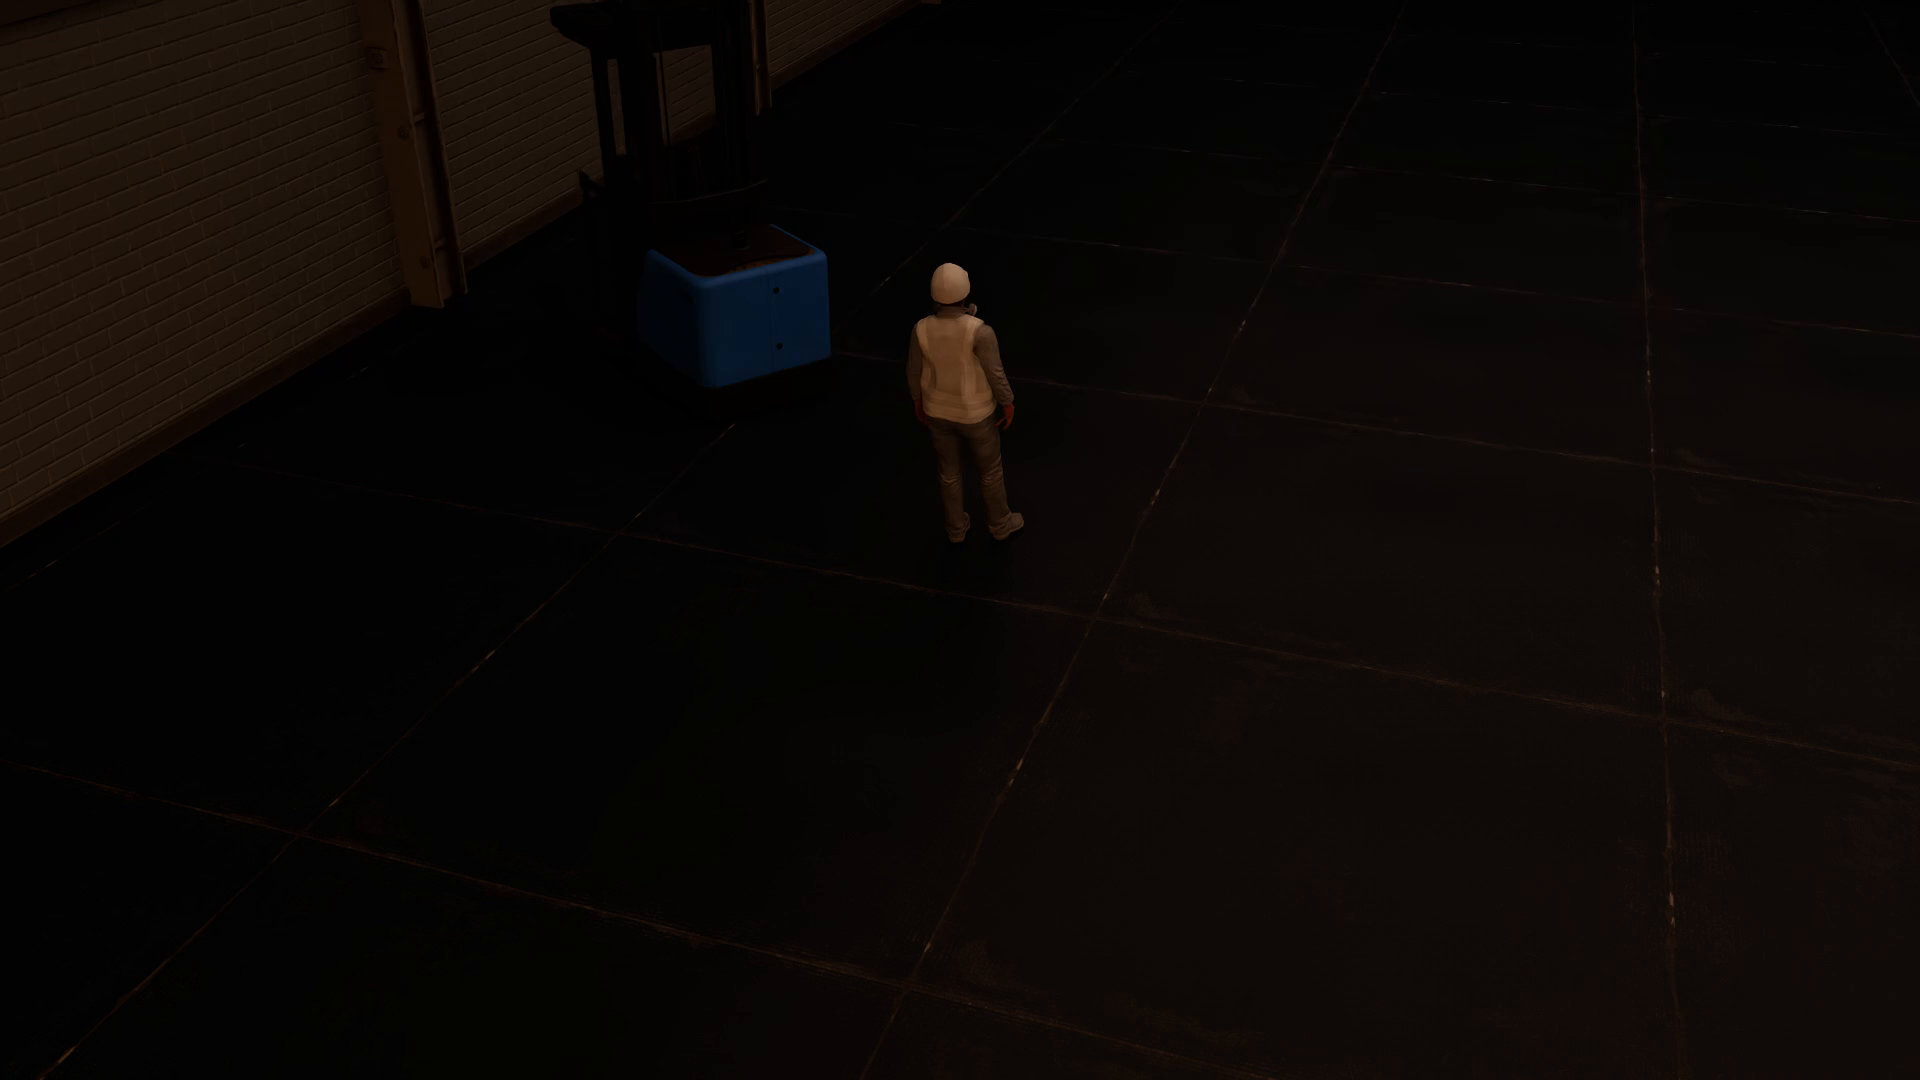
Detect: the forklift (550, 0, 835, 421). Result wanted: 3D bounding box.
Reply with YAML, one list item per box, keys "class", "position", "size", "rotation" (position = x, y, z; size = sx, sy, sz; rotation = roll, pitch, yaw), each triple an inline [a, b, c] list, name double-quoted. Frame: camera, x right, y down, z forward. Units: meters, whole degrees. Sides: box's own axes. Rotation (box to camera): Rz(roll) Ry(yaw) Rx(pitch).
- class: "forklift"
  position: [-2.154, -2.767, 11.990]
  size: [1.130, 2.935, 3.031]
  rotation: [-19, 35, -30]

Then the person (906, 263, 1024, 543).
- class: "person"
  position: [0.027, -0.805, 9.702]
  size: [0.633, 1.774, 0.568]
  rotation: [10, 31, 16]
